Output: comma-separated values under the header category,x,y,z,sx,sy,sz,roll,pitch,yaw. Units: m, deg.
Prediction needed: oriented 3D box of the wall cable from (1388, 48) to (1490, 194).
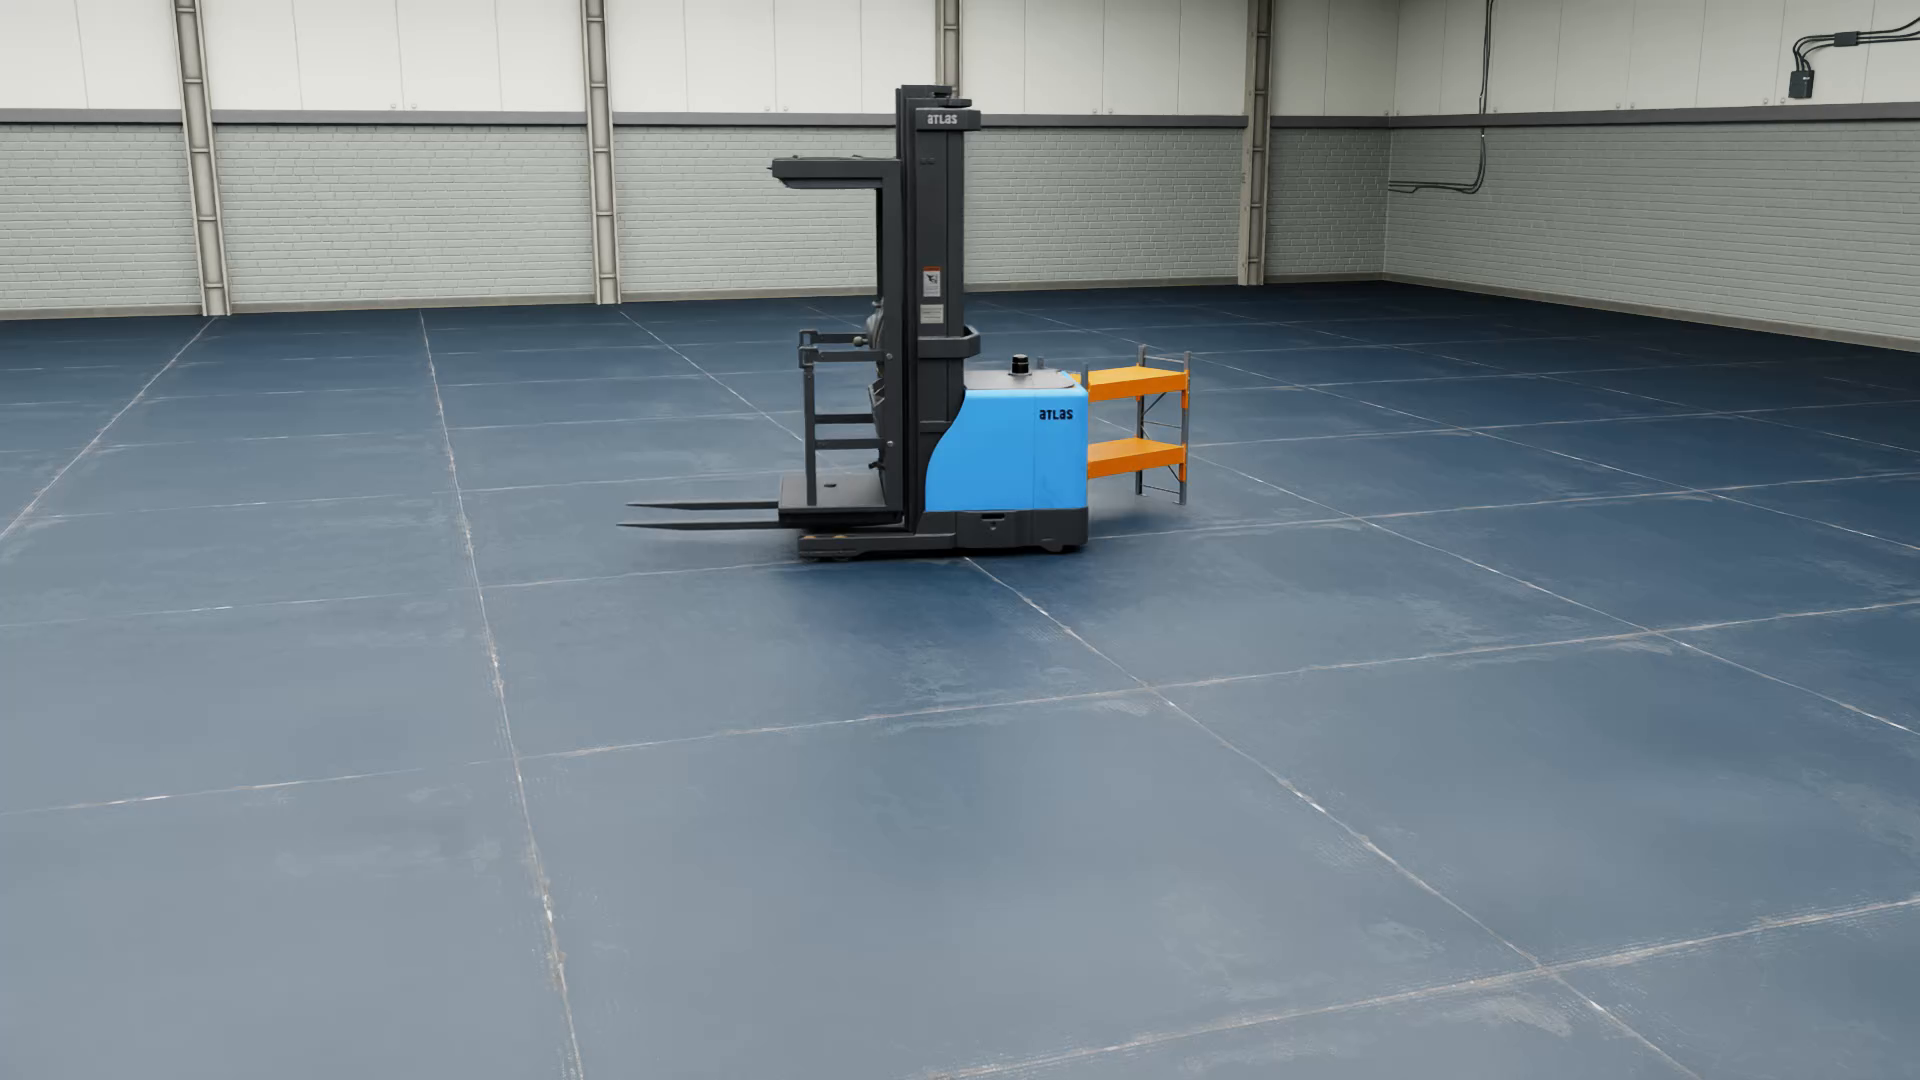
category,x,y,z,sx,sy,sz,roll,pitch,yaw
wall cable,8.711,-7.634,30.502,0.112,2.526,3.097,-4,14,-18

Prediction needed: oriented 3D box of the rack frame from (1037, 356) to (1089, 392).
category,x,y,z,sx,sy,sz,roll,pitch,yaw
rack frame,0.709,-0.702,11.663,0.032,1.125,0.500,-11,17,-38

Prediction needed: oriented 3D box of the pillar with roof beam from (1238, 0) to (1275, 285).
category,x,y,z,sx,sy,sz,roll,pitch,yaw
pillar with roof beam,6.870,-8.273,26.478,0.400,9.000,9.100,-4,14,-18

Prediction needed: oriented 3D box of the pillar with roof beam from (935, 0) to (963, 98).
category,x,y,z,sx,sy,sz,roll,pitch,yaw
pillar with roof beam,1.183,-7.830,24.617,0.400,9.000,9.100,-4,14,-18

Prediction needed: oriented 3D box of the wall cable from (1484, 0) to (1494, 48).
category,x,y,z,sx,sy,sz,roll,pitch,yaw
wall cable,9.574,-9.498,27.423,0.112,2.526,3.097,-4,14,-18

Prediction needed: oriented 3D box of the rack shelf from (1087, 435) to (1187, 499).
category,x,y,z,sx,sy,sz,roll,pitch,yaw
rack shelf,1.103,-0.539,12.033,1.000,0.278,0.538,-11,17,-38

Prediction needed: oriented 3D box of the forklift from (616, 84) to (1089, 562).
category,x,y,z,sx,sy,sz,roll,pitch,yaw
forklift,-0.715,-1.415,10.756,3.031,2.935,1.130,-1,13,-5

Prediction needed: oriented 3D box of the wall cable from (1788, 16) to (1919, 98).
category,x,y,z,sx,sy,sz,roll,pitch,yaw
wall cable,11.724,-8.716,20.991,0.169,6.003,2.305,-4,14,-18

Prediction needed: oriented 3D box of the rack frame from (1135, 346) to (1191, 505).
category,x,y,z,sx,sy,sz,roll,pitch,yaw
rack frame,1.496,-0.851,12.290,0.032,1.125,0.500,-11,17,-38

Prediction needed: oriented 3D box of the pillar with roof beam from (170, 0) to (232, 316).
category,x,y,z,sx,sy,sz,roll,pitch,yaw
pillar with roof beam,-10.190,-6.945,20.893,0.400,9.000,9.100,-4,14,-18

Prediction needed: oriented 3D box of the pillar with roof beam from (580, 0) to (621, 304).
category,x,y,z,sx,sy,sz,roll,pitch,yaw
pillar with roof beam,-4.503,-7.388,22.755,0.400,9.000,9.100,-4,14,-18

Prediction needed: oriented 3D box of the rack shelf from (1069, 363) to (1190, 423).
category,x,y,z,sx,sy,sz,roll,pitch,yaw
rack shelf,1.103,-1.061,11.909,1.000,0.278,0.538,-11,17,-38

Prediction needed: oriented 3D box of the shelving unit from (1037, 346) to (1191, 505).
category,x,y,z,sx,sy,sz,roll,pitch,yaw
shelving unit,1.103,-0.777,11.977,1.048,1.125,0.538,-11,17,-38
